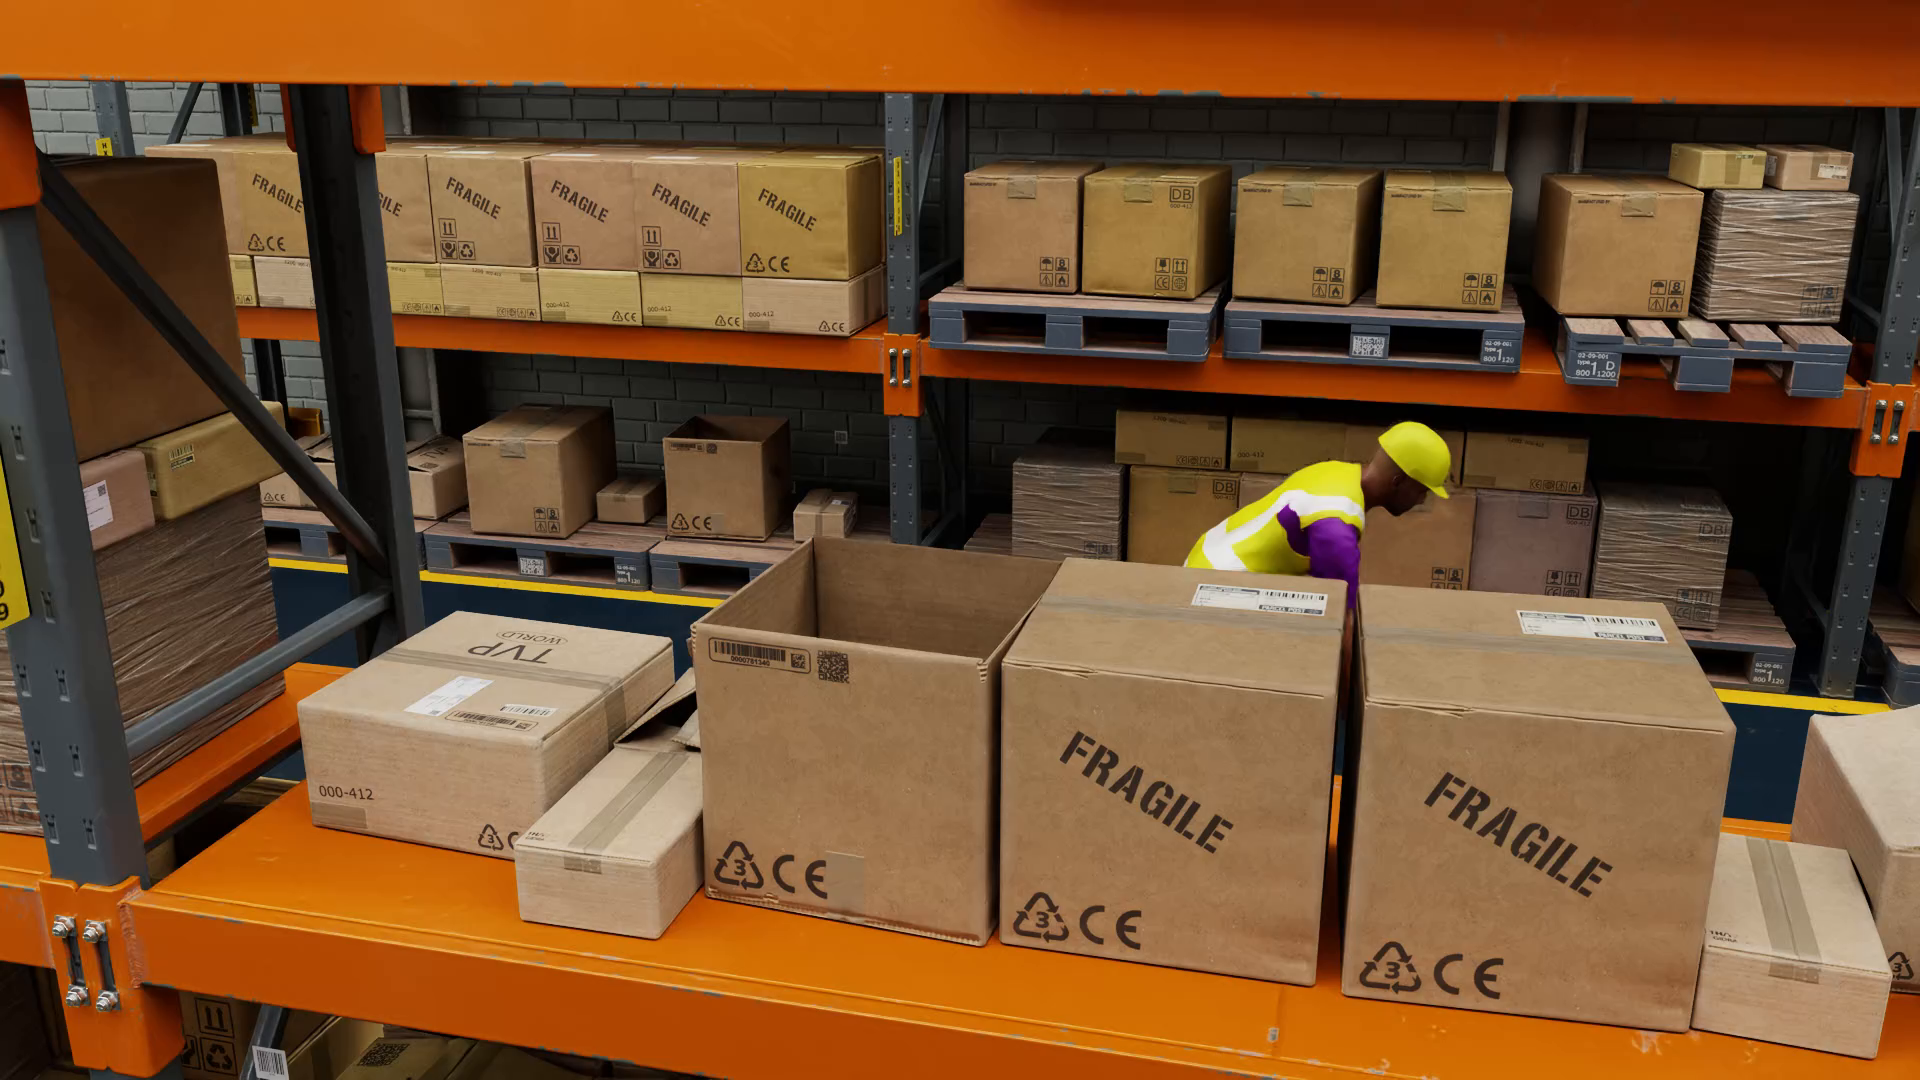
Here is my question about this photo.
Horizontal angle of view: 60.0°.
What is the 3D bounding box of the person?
[{"bbox_3d":[1.124,0.326,5.451,0.832,1.497,0.488,4,19,12],"label":"person"}]
